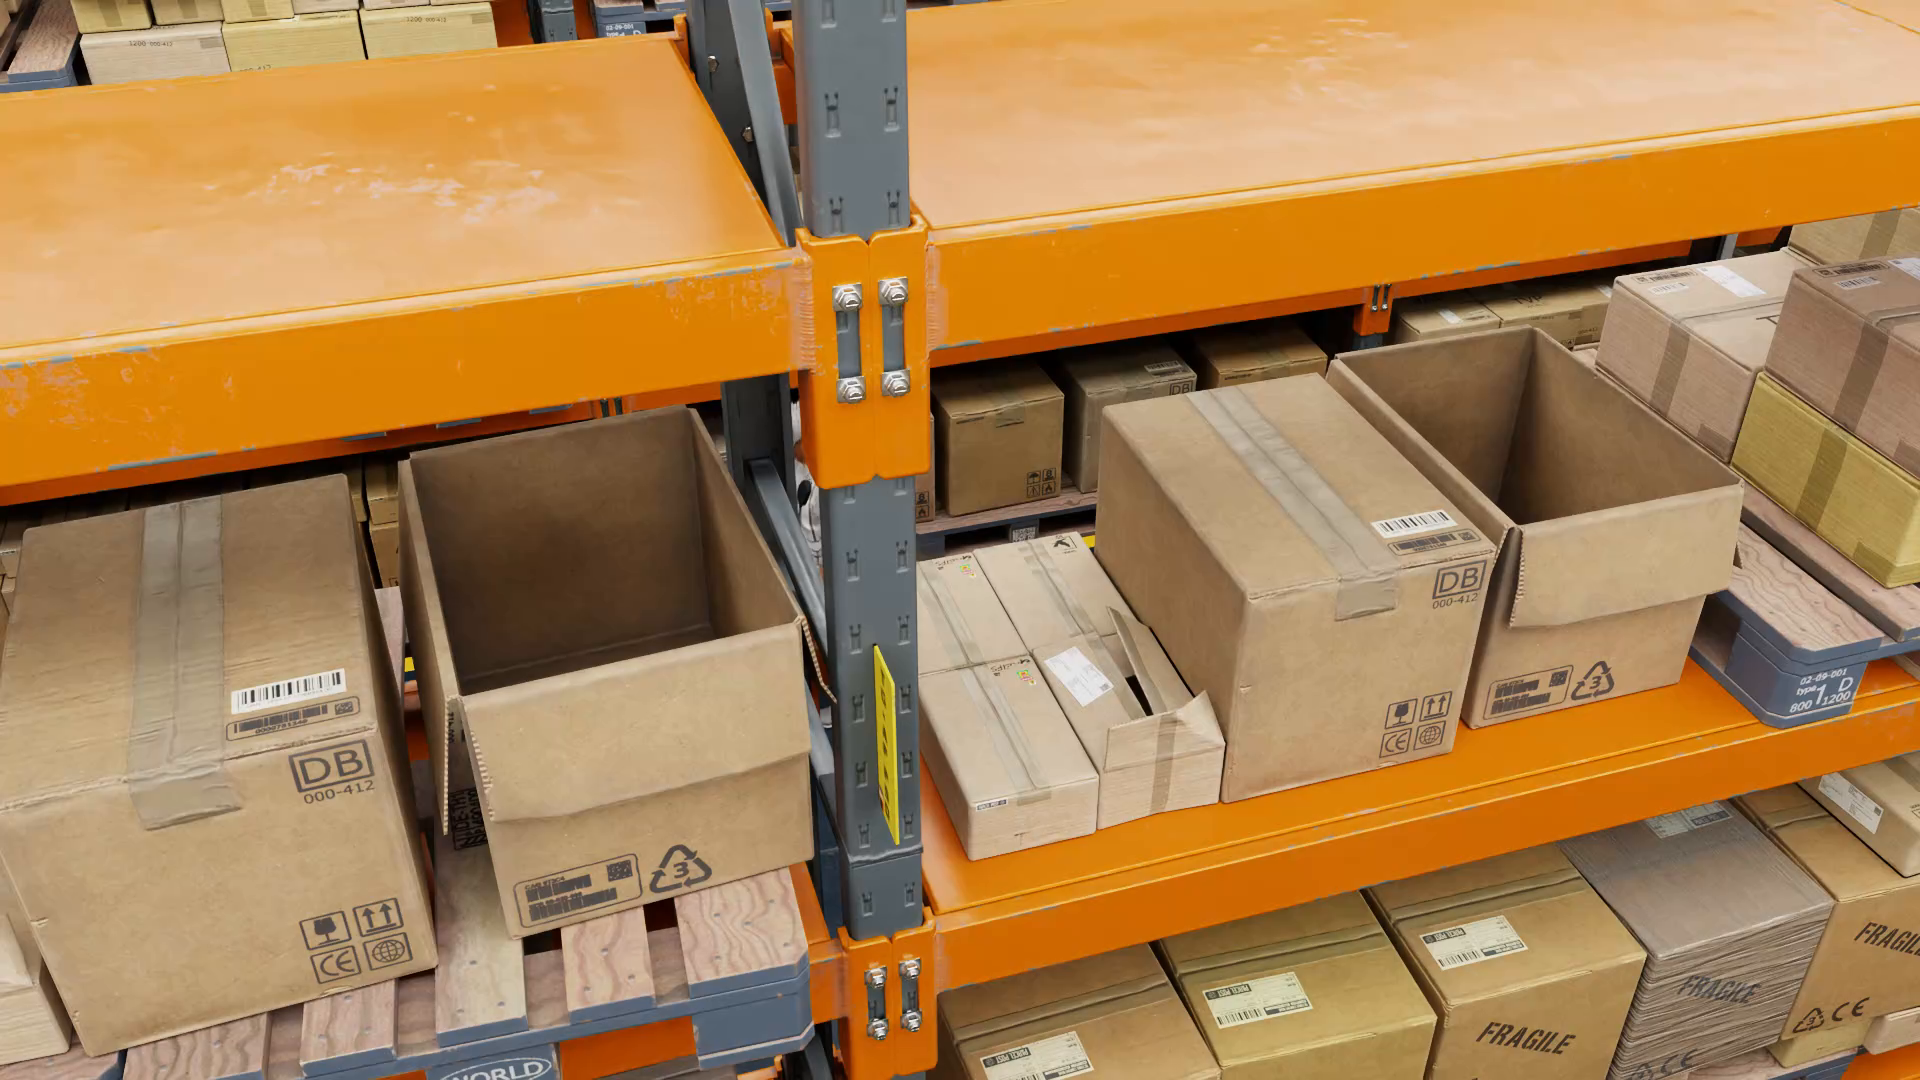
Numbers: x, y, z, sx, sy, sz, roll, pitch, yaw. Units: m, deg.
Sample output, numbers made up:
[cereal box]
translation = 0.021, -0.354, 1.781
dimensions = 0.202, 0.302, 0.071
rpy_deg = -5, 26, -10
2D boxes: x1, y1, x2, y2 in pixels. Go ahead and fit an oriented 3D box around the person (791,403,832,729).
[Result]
[person]
translation = -0.591, 0.104, 7.335
dimensions = 0.478, 1.619, 0.496
rpy_deg = -9, 35, -13
